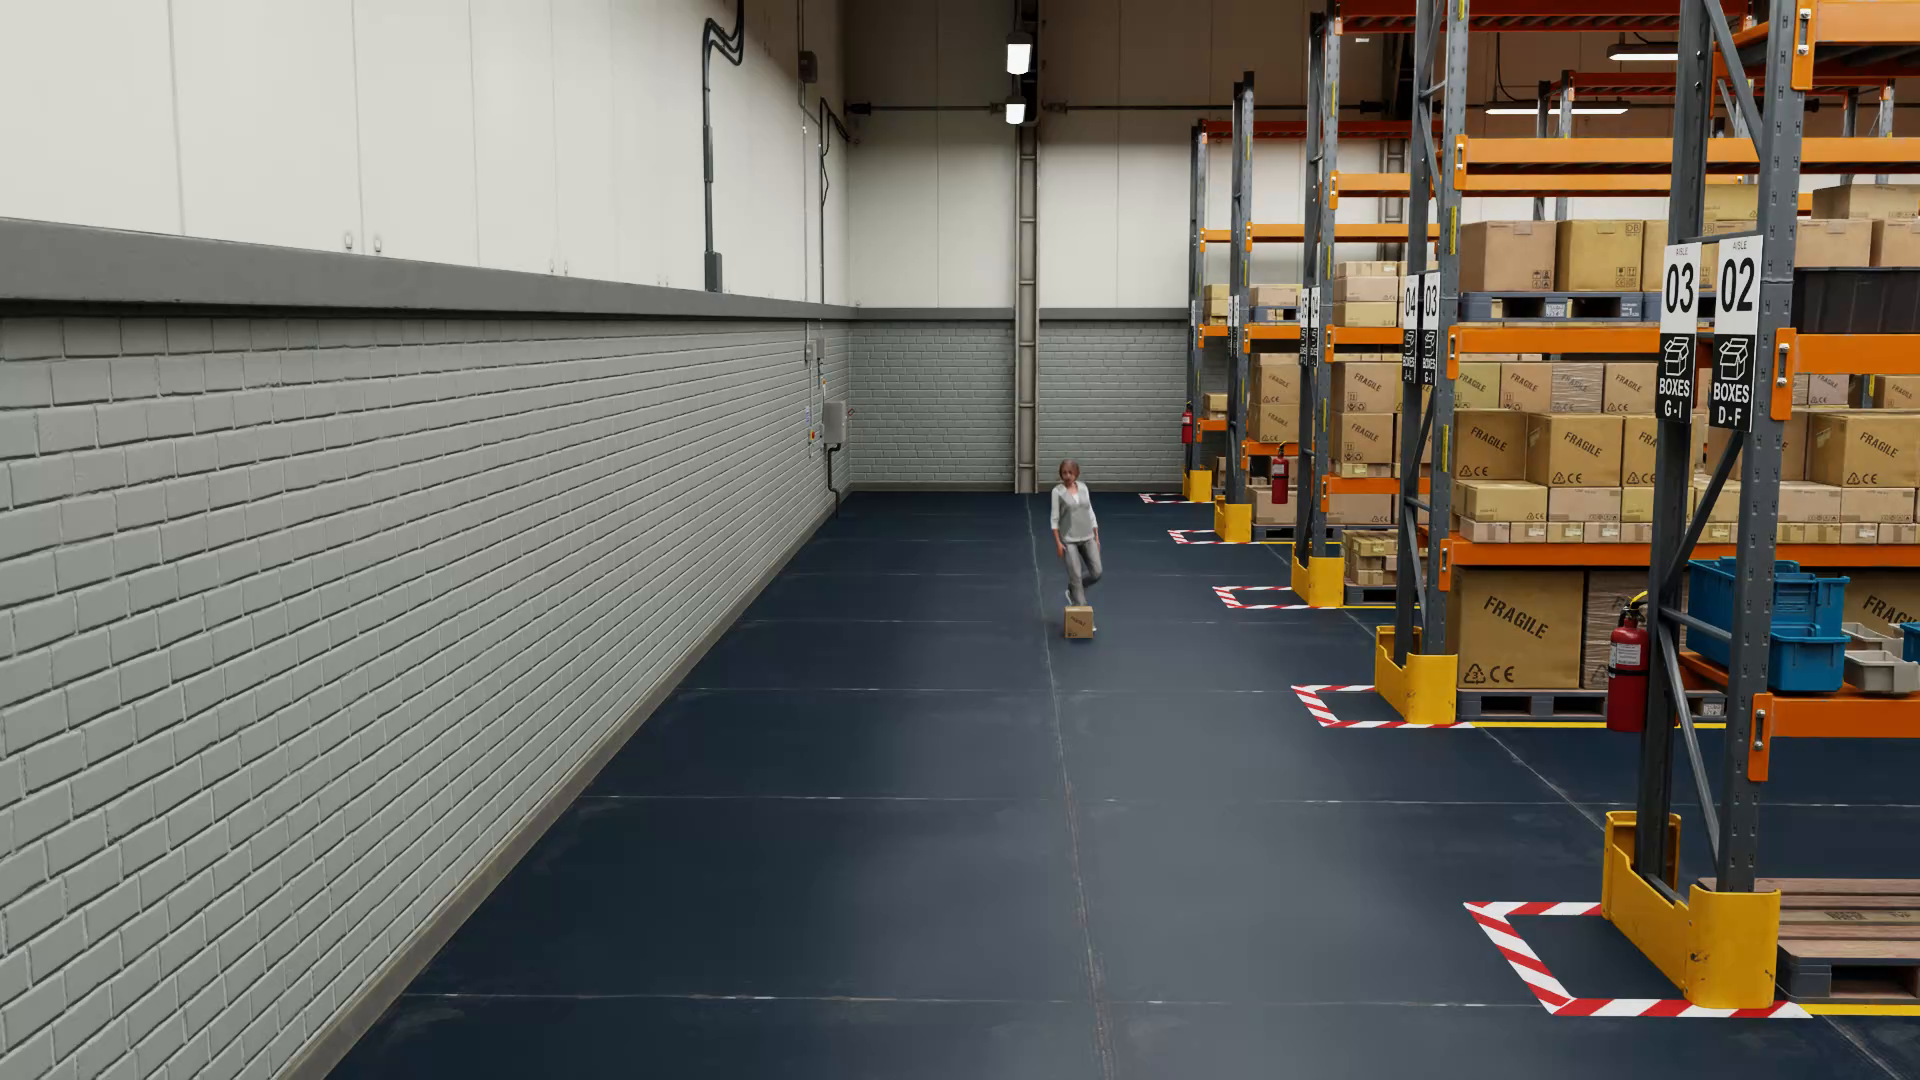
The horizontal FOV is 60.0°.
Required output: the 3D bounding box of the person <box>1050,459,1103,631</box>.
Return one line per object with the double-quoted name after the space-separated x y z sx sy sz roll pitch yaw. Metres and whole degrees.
1.109 0.035 15.505 0.485 1.578 0.642 -3 8 -19 "person"
